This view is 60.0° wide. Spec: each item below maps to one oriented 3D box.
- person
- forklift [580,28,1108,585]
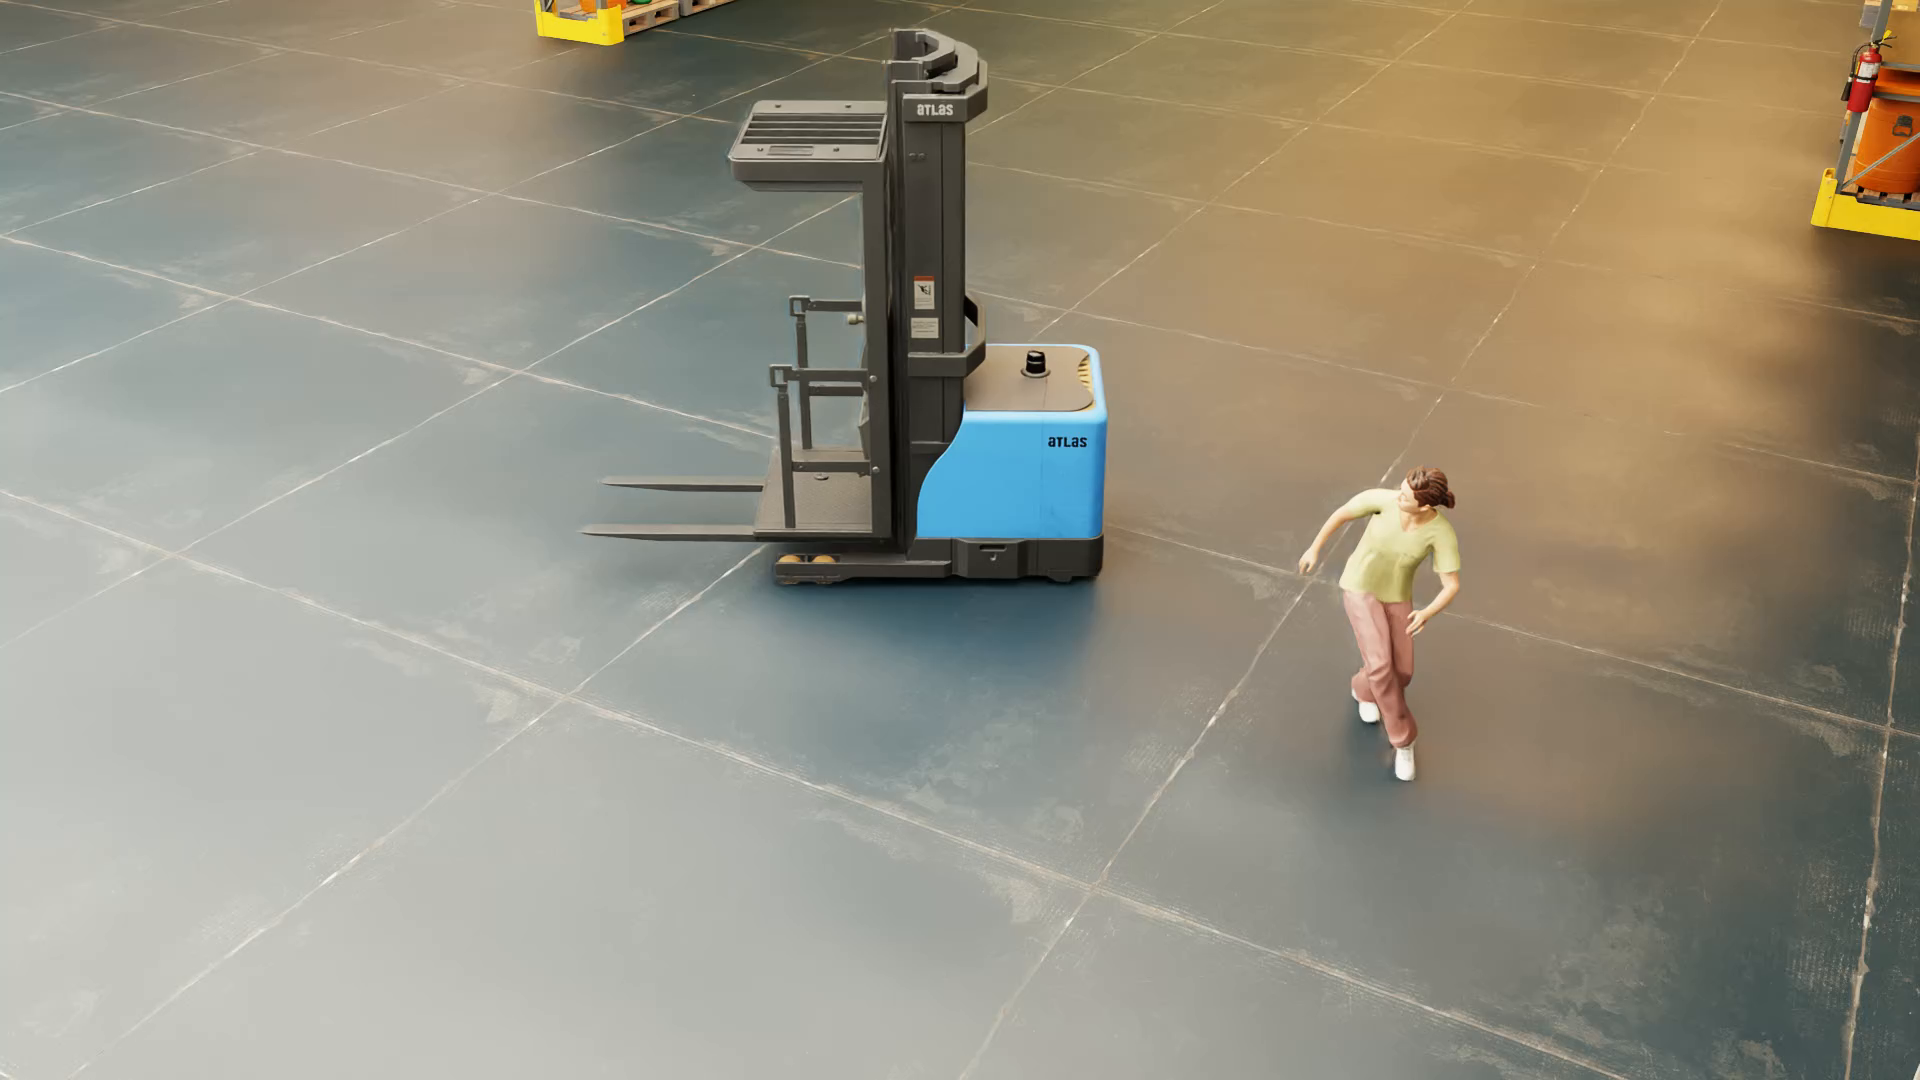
[{"bbox_3d":[1.994,0.317,7.941,0.695,1.519,0.749,2,30,3],"label":"person"},{"bbox_3d":[-0.685,-1.275,9.281,3.031,2.935,1.130,0,30,1],"label":"forklift"}]
